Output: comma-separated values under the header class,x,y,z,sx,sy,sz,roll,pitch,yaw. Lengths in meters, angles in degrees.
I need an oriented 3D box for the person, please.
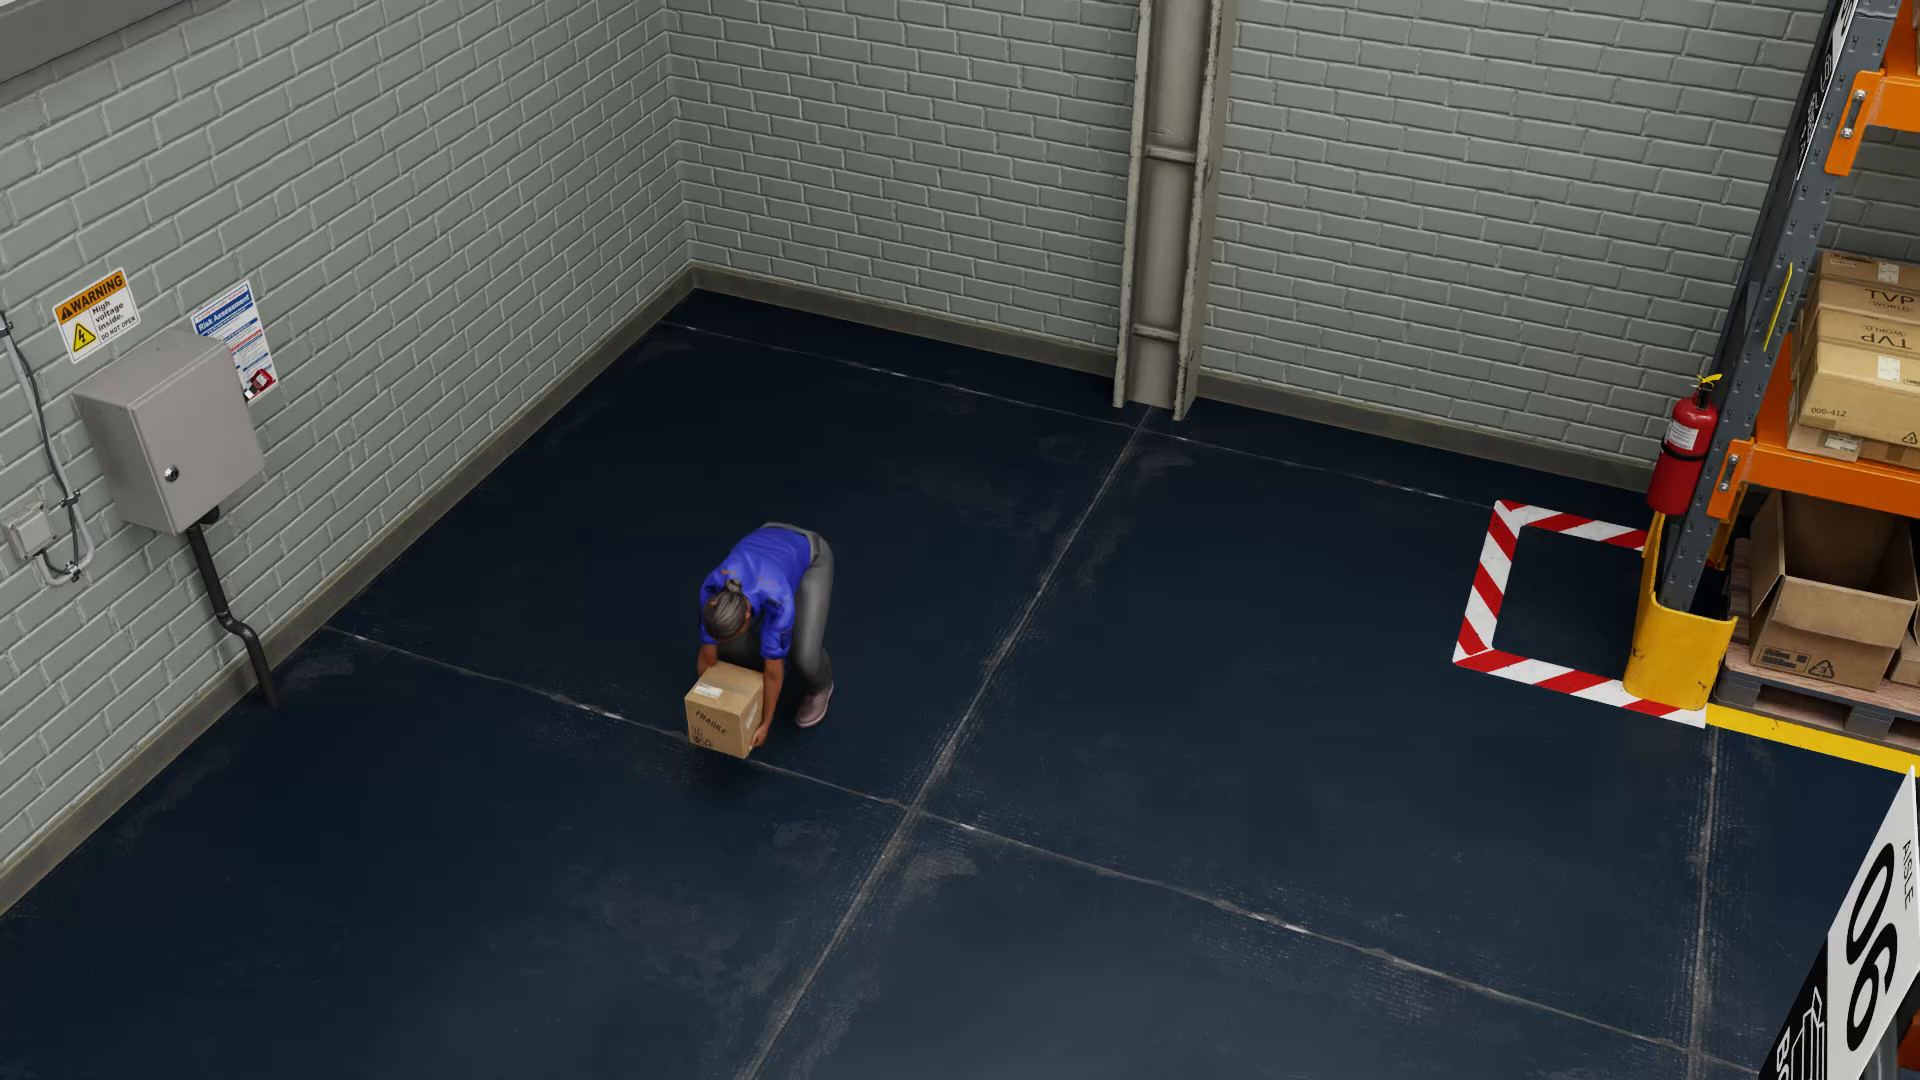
class,x,y,z,sx,sy,sz,roll,pitch,yaw
person,-0.802,0.403,6.846,0.465,0.996,0.862,12,39,15
